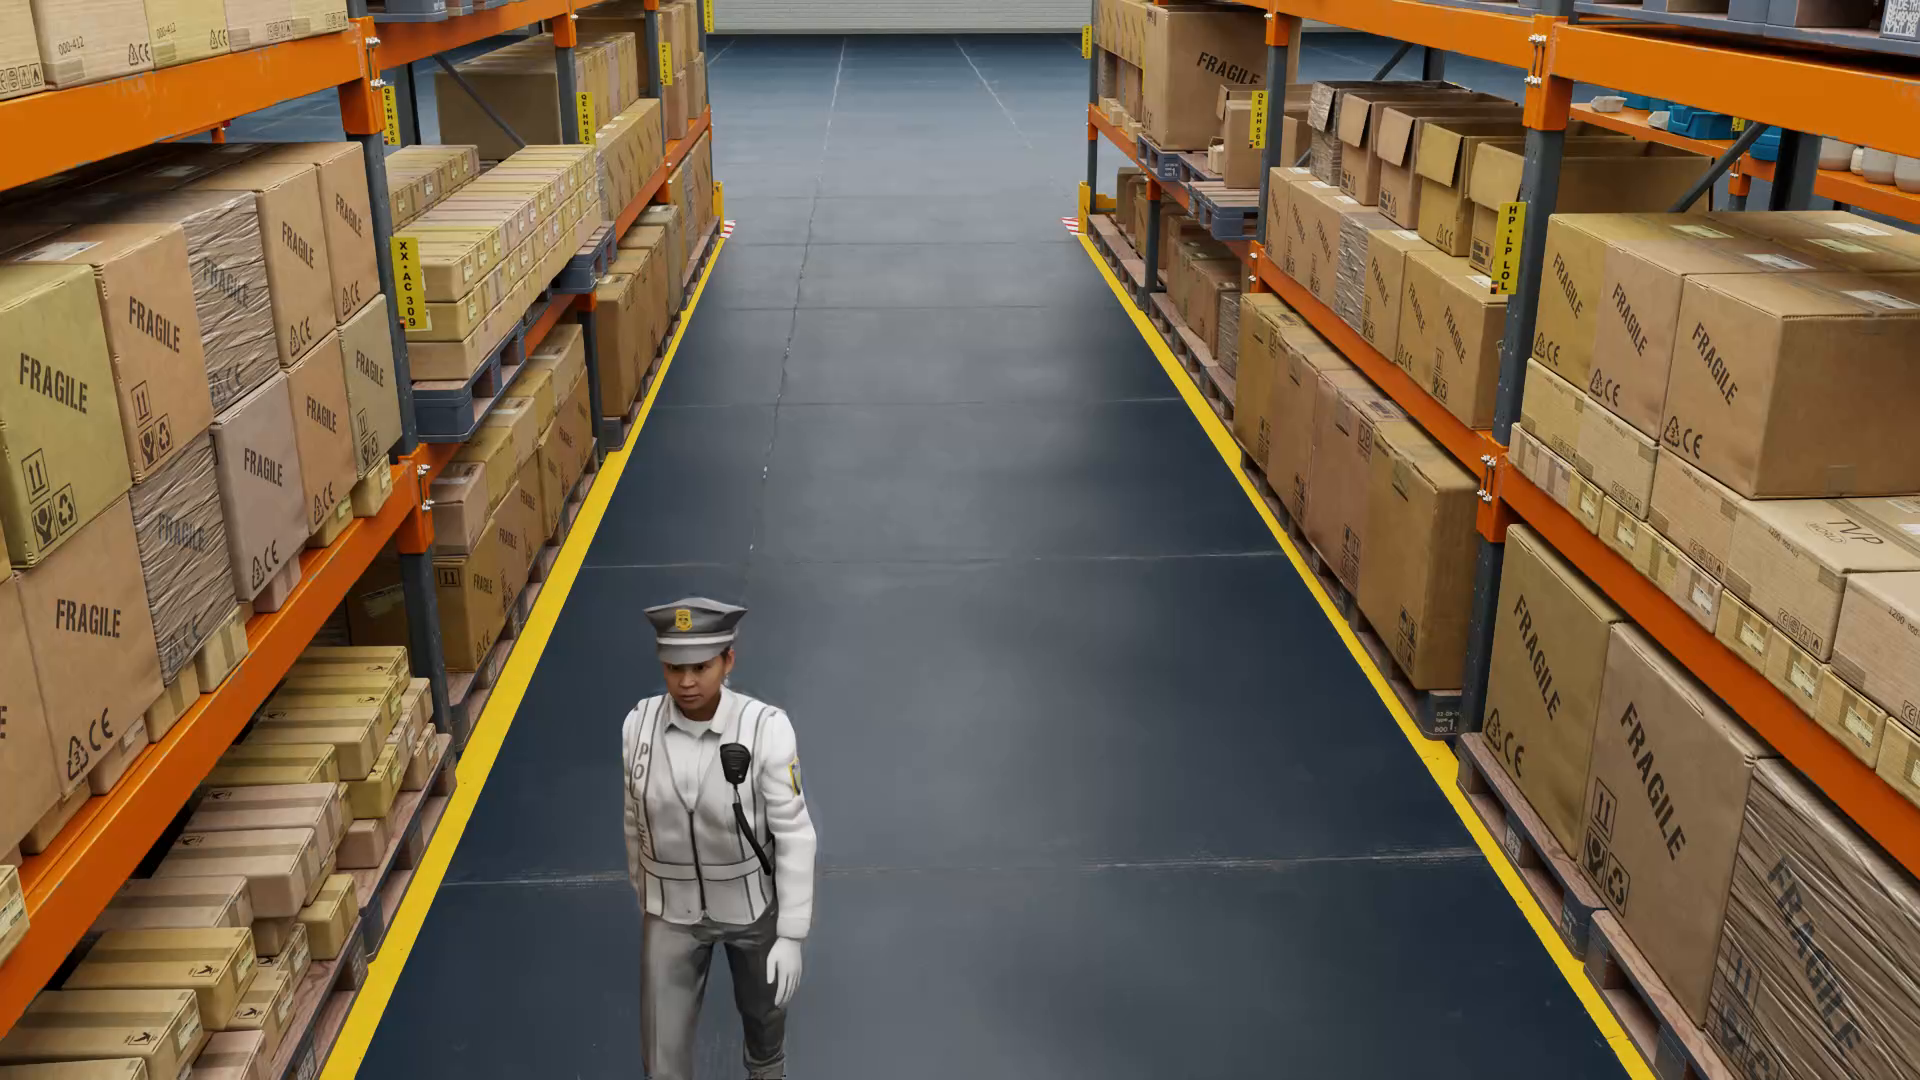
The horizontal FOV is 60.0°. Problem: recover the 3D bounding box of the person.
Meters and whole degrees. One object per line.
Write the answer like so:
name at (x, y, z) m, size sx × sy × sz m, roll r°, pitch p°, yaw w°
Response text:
person at (-0.597, 0.919, 4.040) m, size 0.504 × 1.631 × 0.982 m, roll 1°, pitch 21°, yaw 1°
